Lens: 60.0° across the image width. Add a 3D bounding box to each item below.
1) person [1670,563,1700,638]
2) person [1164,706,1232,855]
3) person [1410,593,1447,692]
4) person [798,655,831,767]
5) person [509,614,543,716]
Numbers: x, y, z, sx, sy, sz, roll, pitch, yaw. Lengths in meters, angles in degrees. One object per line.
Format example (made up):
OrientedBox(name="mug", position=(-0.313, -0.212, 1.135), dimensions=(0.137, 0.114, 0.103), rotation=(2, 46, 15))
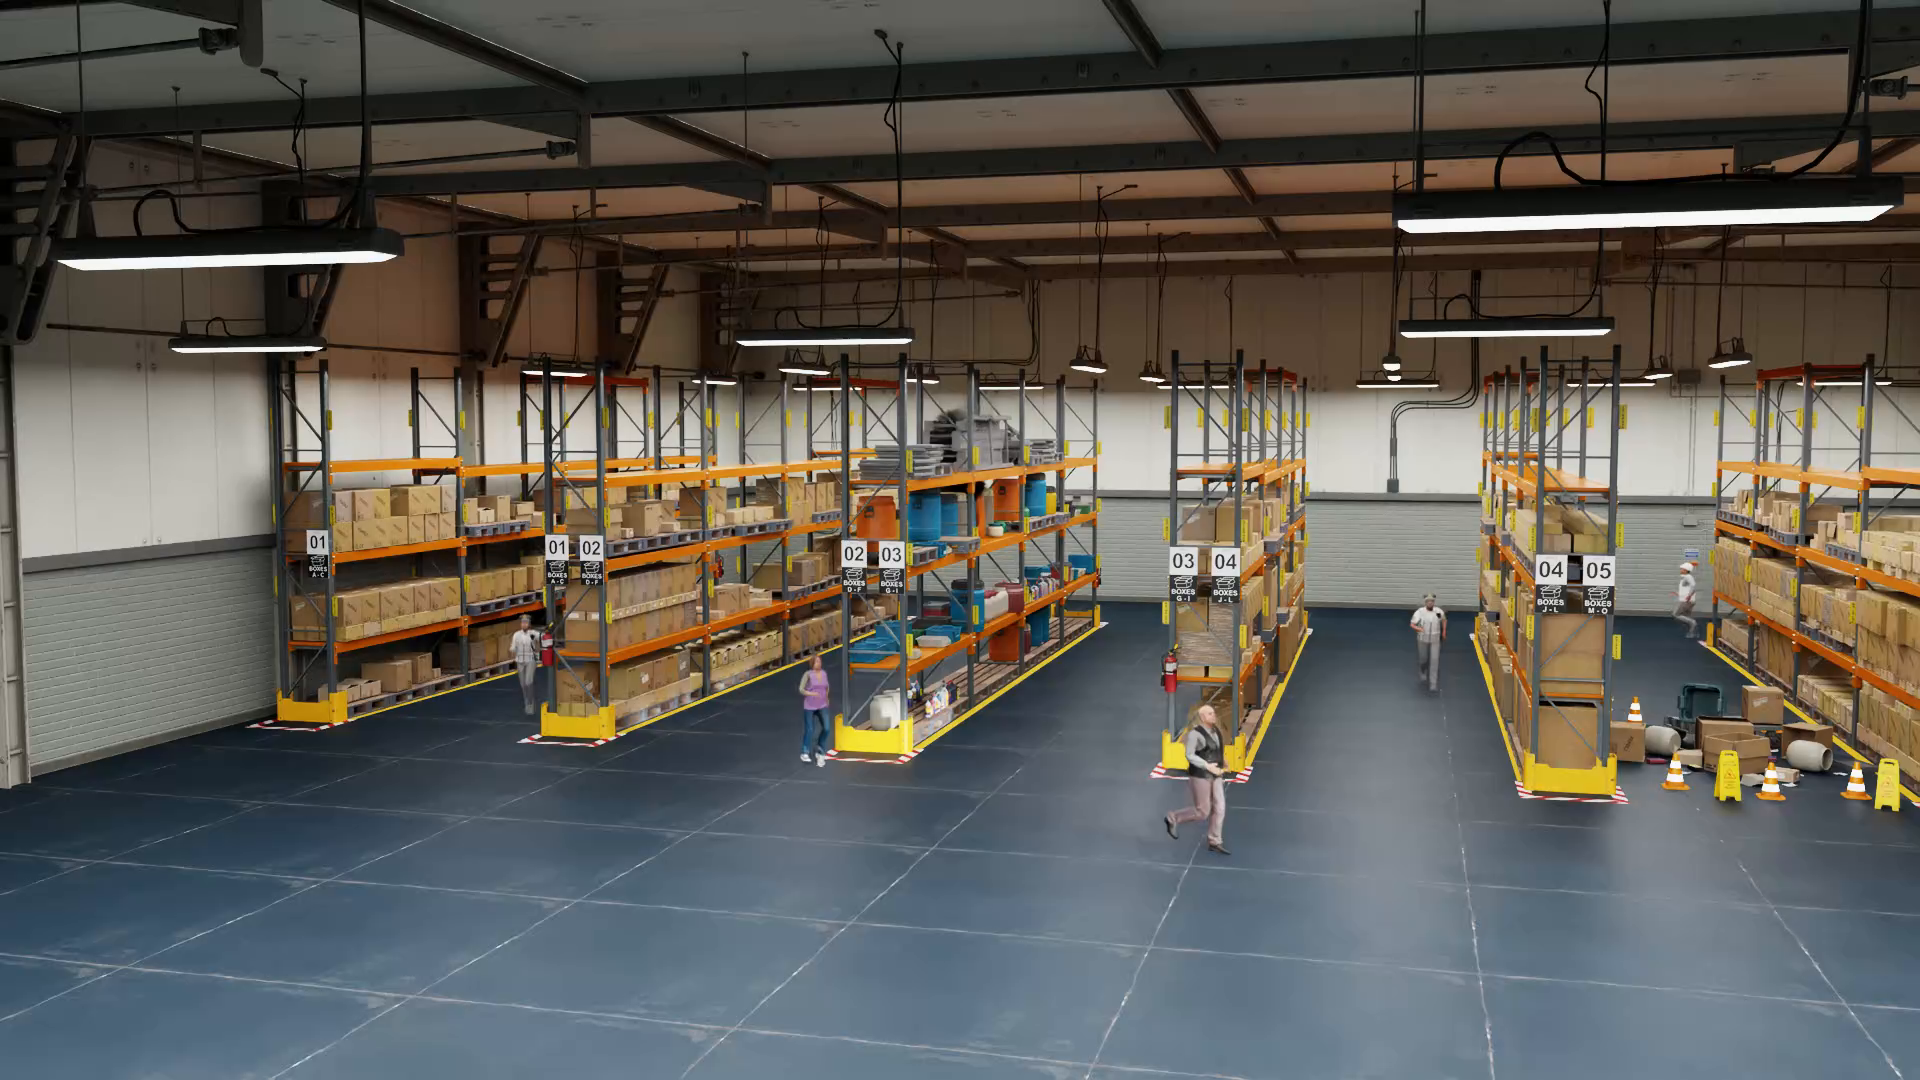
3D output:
OrientedBox(name="person", position=(16.661, 1.394, 38.217), dimensions=(0.670, 1.731, 0.691), rotation=(2, 5, 28))
OrientedBox(name="person", position=(2.823, 2.772, 19.385), dimensions=(0.821, 1.720, 0.669), rotation=(4, 6, 42))
OrientedBox(name="person", position=(8.742, 1.875, 31.002), dimensions=(0.680, 1.787, 0.984), rotation=(1, 4, 11))
OrientedBox(name="person", position=(-2.086, 2.470, 24.134), dimensions=(0.543, 1.615, 0.592), rotation=(-2, 5, -27))
OrientedBox(name="person", position=(-7.374, 2.124, 28.320), dimensions=(0.592, 1.734, 0.684), rotation=(0, 4, 5))
